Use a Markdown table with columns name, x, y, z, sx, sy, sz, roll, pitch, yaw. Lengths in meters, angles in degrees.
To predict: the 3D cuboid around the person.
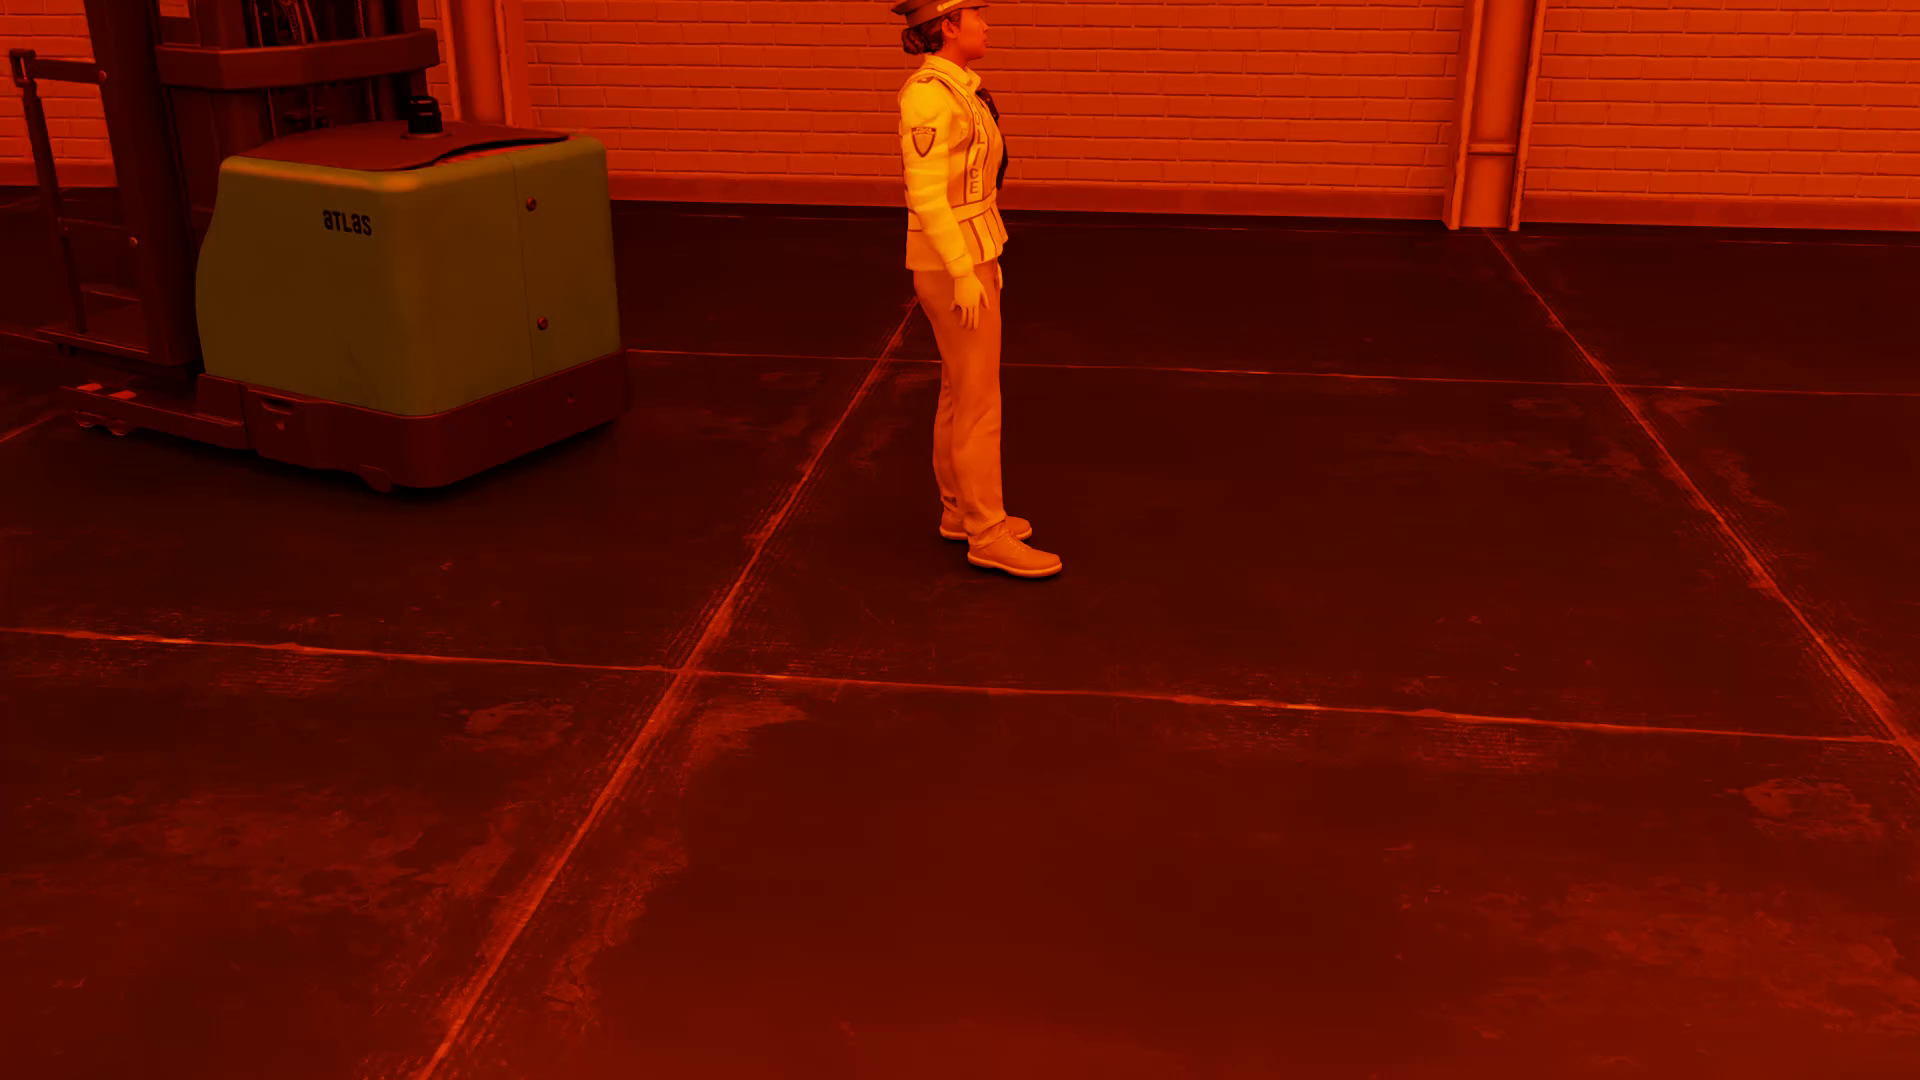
| name | x | y | z | sx | sy | sz | roll | pitch | yaw |
| --- | --- | --- | --- | --- | --- | --- | --- | --- | --- |
| person | 0.067 | -0.787 | 4.844 | 0.531 | 1.695 | 0.588 | 3 | 22 | 7 |

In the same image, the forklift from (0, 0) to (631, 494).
| name | x | y | z | sx | sy | sz | roll | pitch | yaw |
| --- | --- | --- | --- | --- | --- | --- | --- | --- | --- |
| forklift | -2.759 | -1.899 | 5.968 | 3.031 | 2.935 | 1.130 | 12 | 25 | 28 |
